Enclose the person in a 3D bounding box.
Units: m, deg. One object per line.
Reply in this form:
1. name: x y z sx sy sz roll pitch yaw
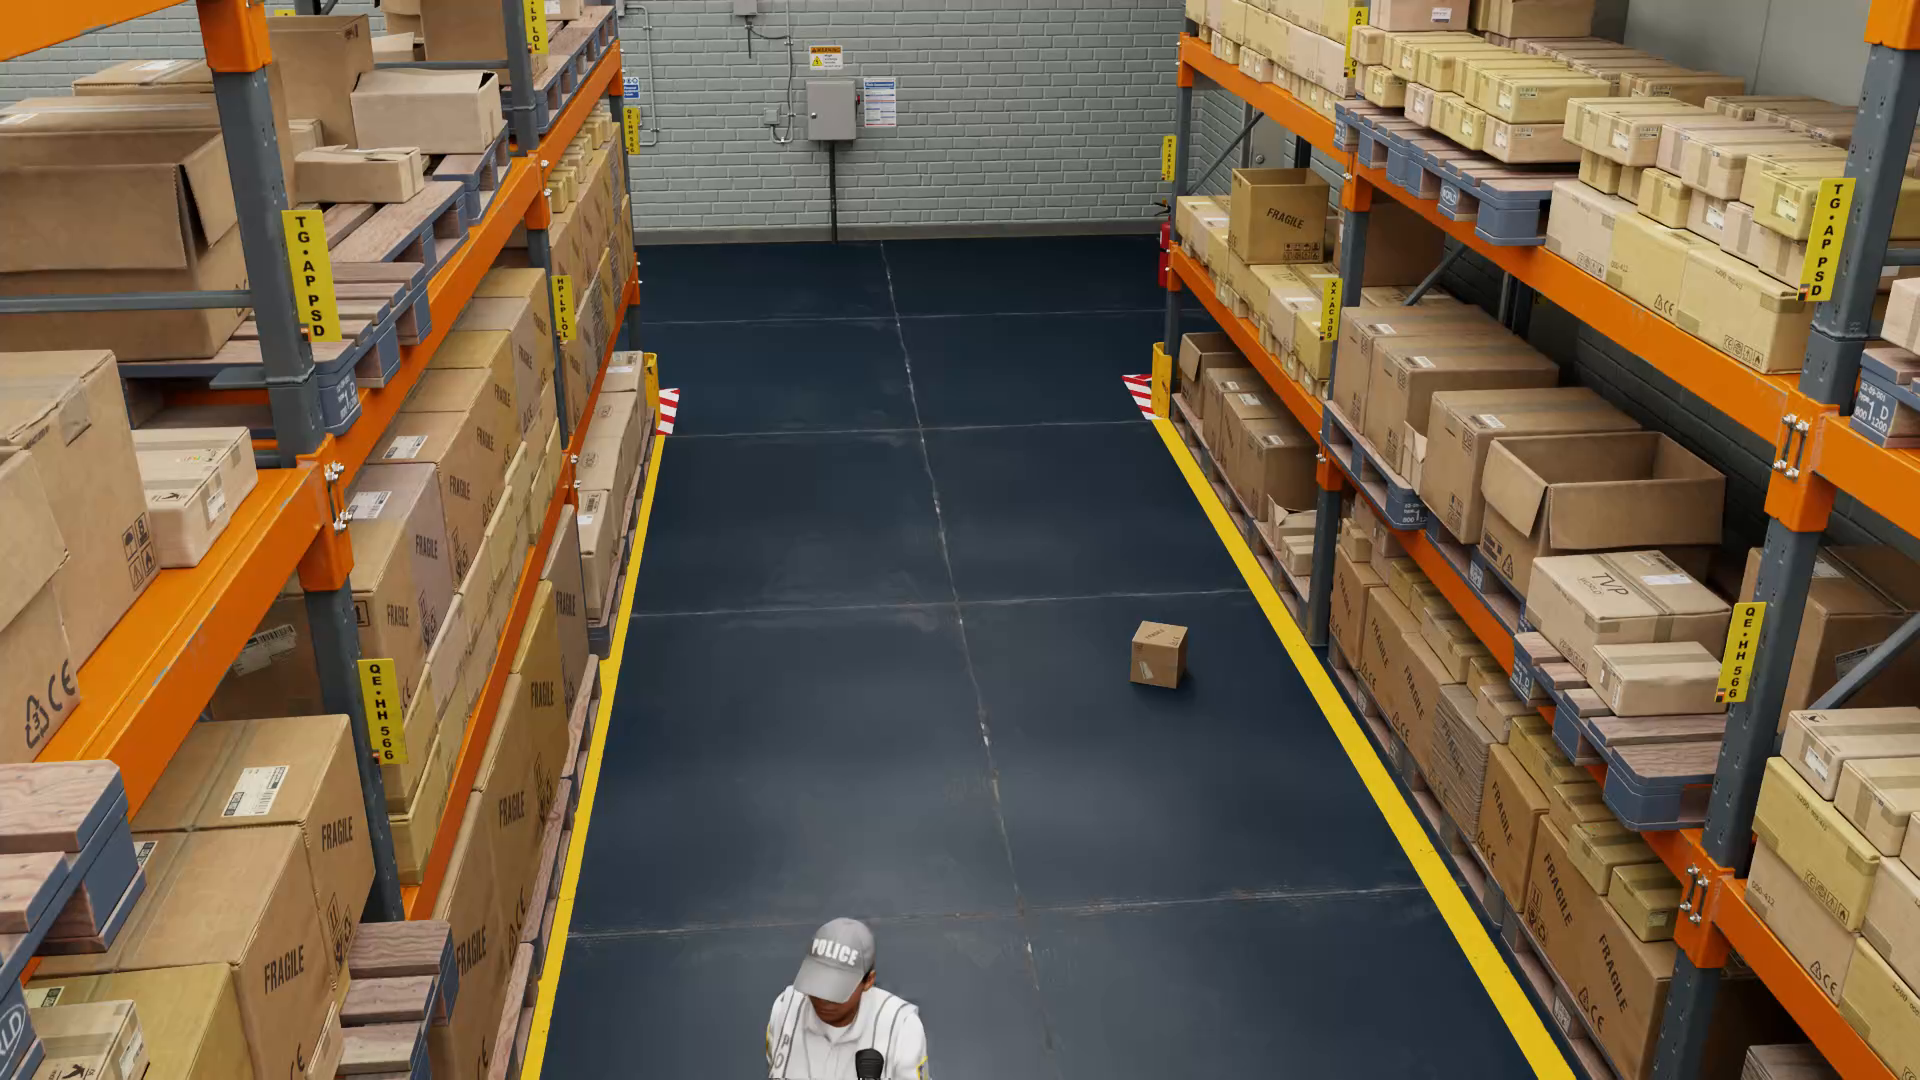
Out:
1. person: -0.320 1.810 4.539 0.486 1.704 0.716 4 24 8
